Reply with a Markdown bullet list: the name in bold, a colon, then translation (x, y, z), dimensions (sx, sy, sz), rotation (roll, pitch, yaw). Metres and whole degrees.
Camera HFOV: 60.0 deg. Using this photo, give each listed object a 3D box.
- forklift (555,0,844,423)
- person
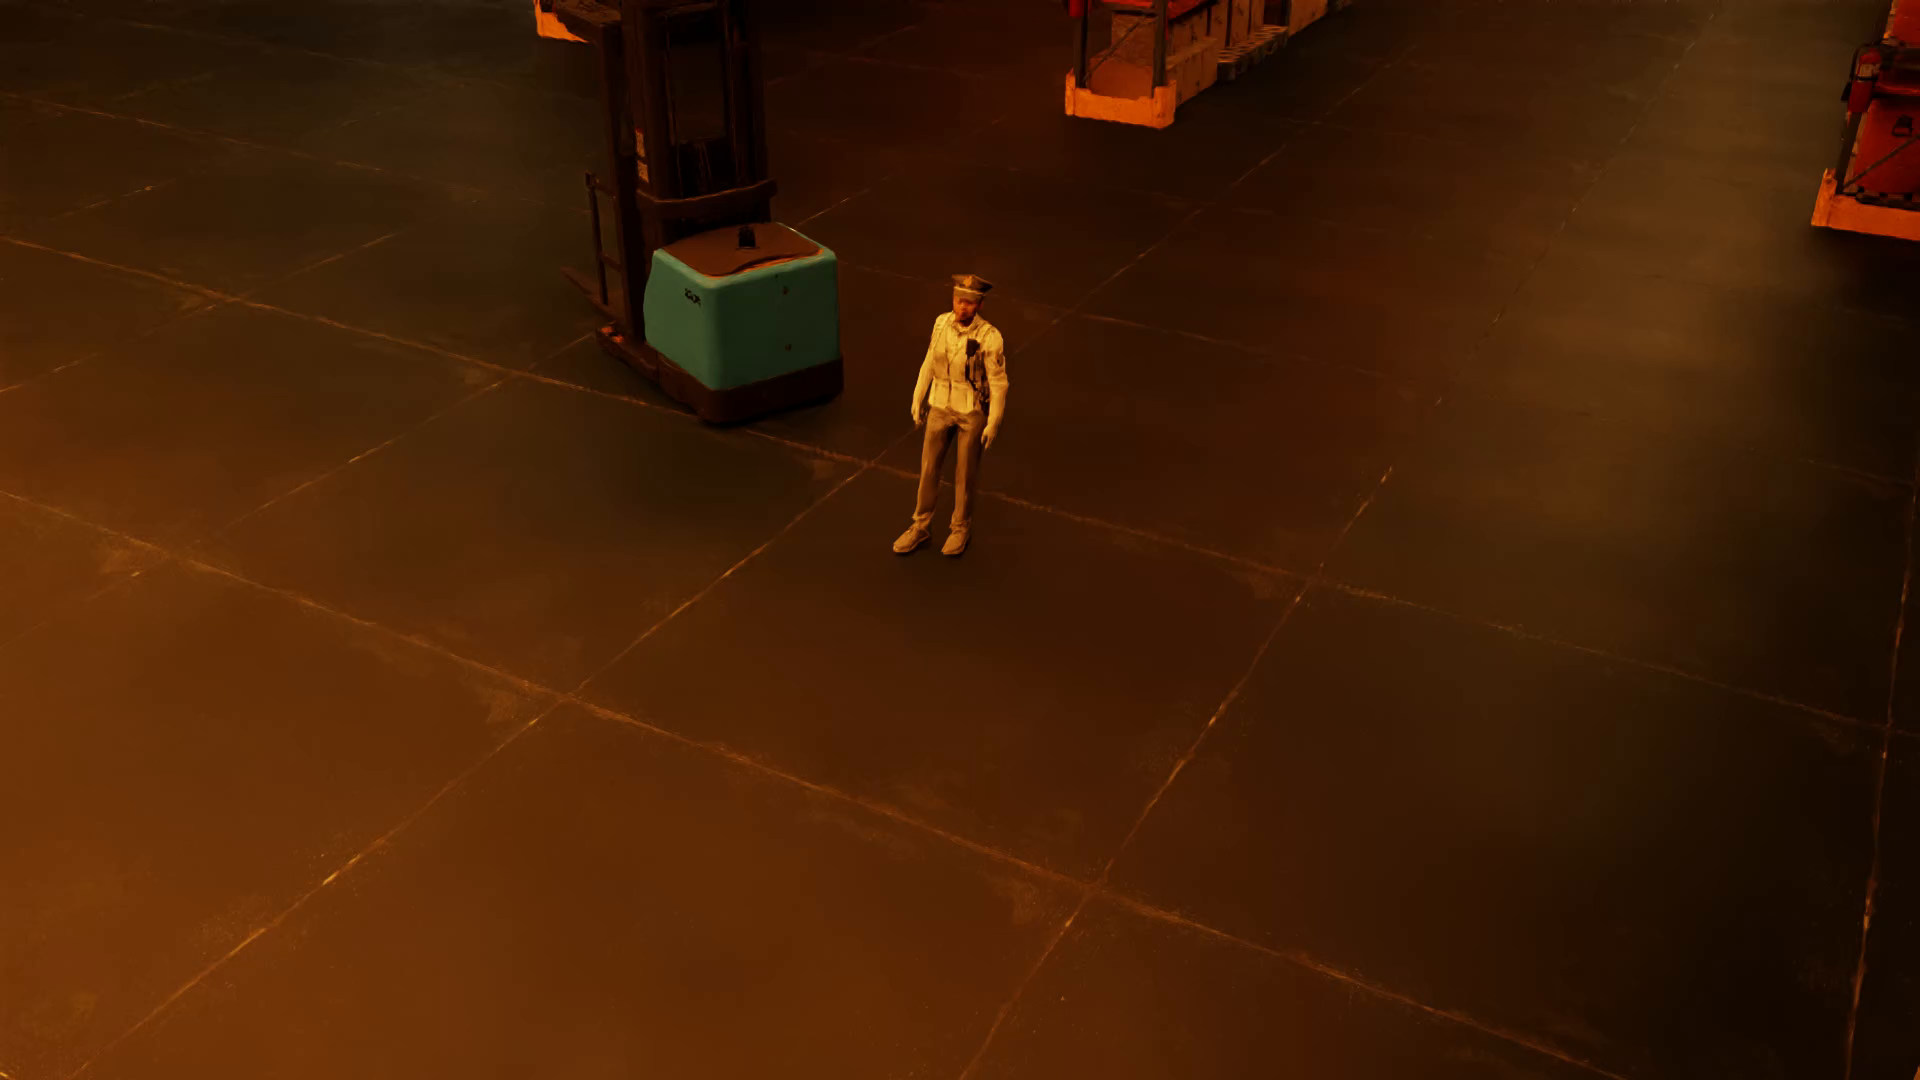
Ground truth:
- **forklift**: translation (-2.076, -2.747, 11.831), dimensions (1.130, 2.935, 3.031), rotation (-19, 35, -30)
- **person**: translation (-0.039, -0.712, 9.527), dimensions (0.586, 1.695, 0.532), rotation (15, 33, 25)
